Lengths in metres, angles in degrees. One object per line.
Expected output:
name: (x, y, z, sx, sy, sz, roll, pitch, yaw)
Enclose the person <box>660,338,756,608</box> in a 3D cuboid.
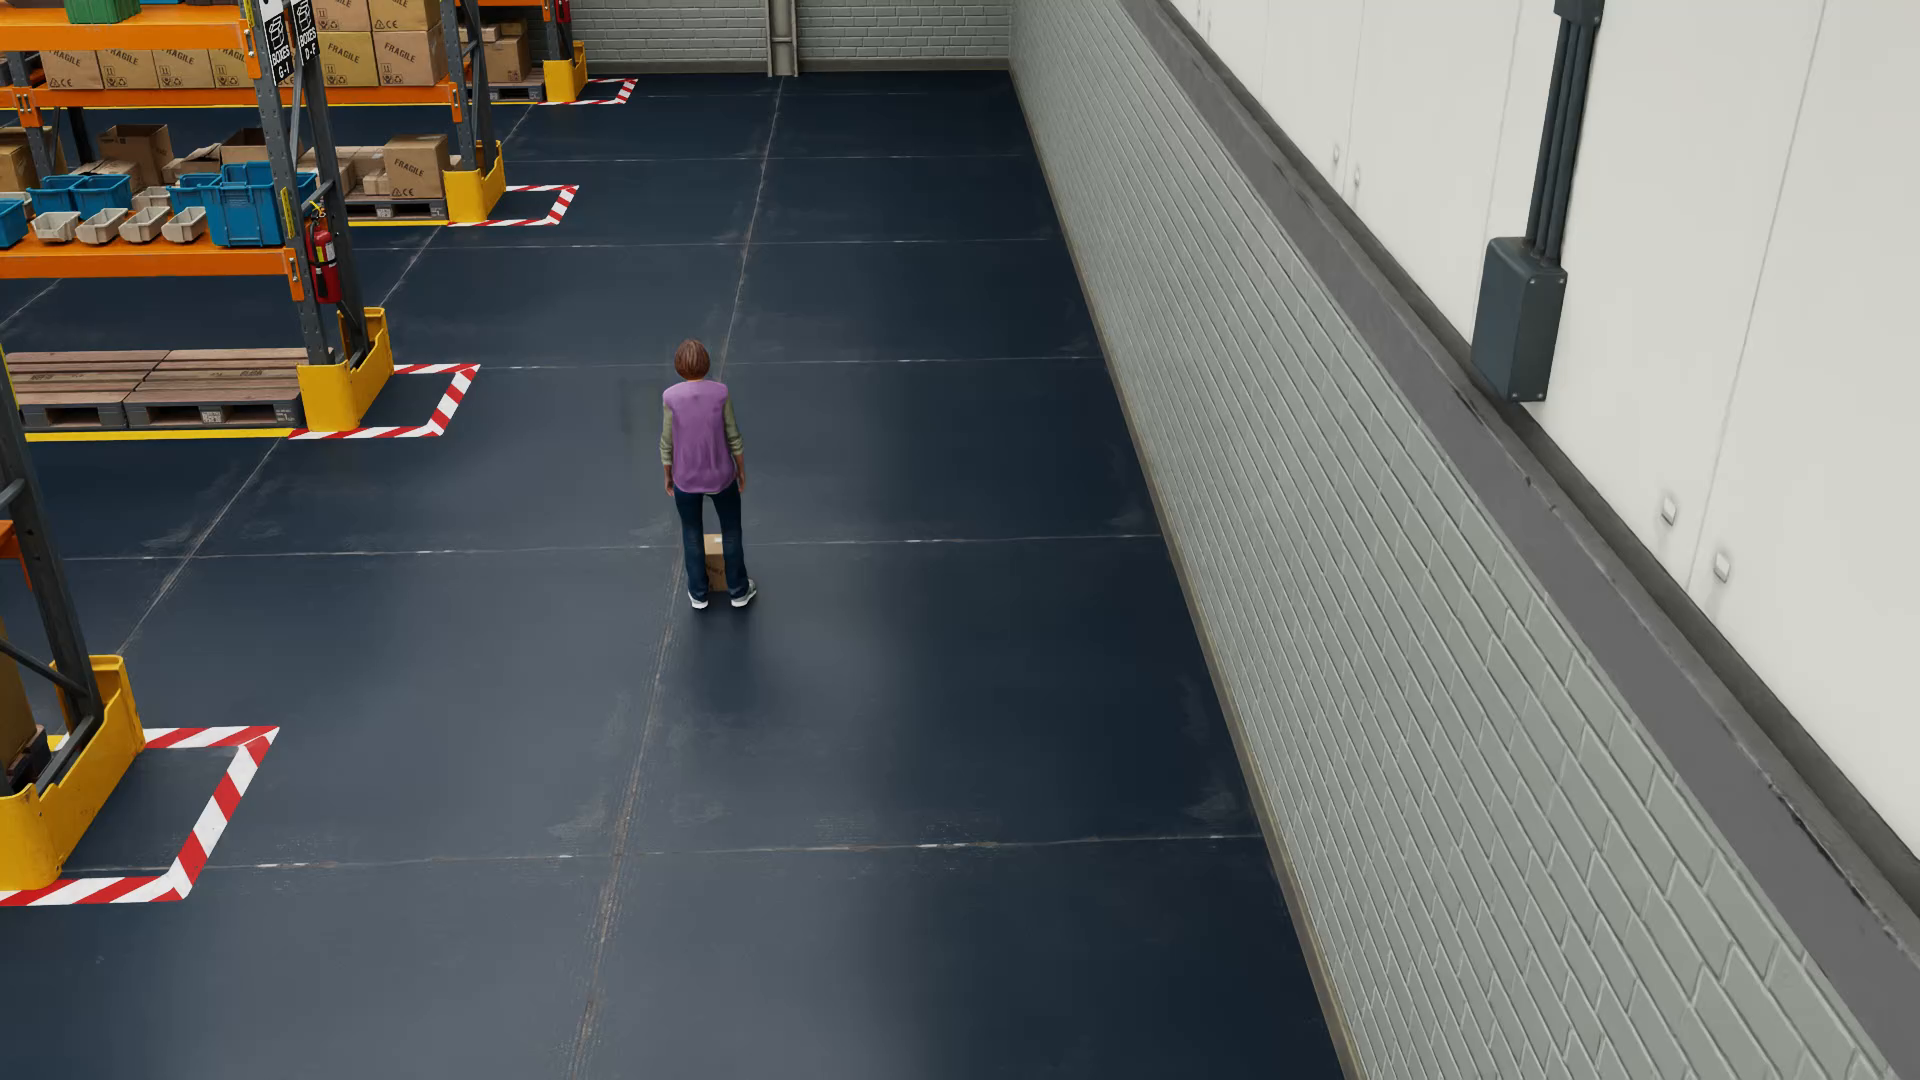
person: (-1.420, -0.345, 9.285, 0.472, 1.590, 0.347, -3, 28, -5)
